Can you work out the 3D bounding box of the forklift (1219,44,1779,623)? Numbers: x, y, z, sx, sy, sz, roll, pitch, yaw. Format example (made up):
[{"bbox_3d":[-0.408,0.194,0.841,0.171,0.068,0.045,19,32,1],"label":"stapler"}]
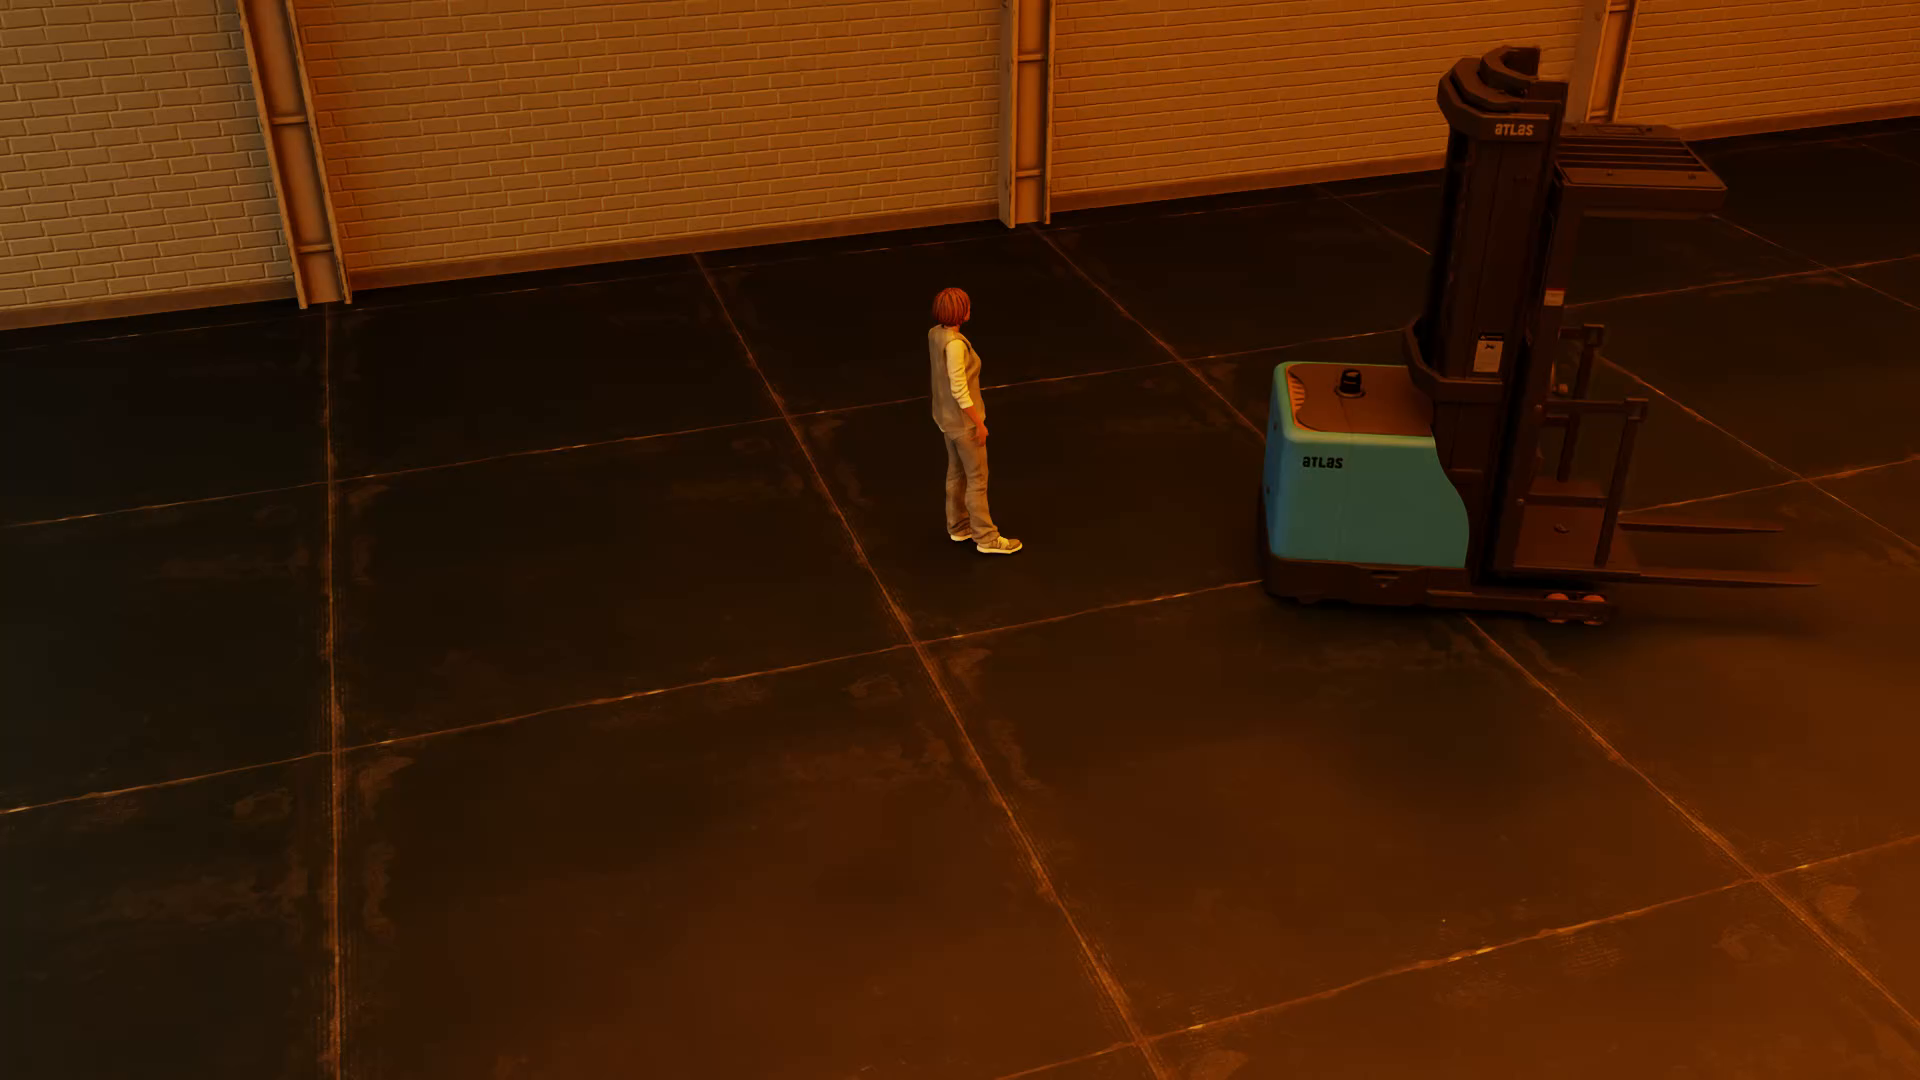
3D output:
[{"bbox_3d":[3.050,-1.089,8.980,3.031,2.935,1.130,3,30,5],"label":"forklift"}]

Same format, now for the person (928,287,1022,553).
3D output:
[{"bbox_3d":[0.076,-0.704,9.633,0.472,1.600,0.520,-10,31,-16],"label":"person"}]
